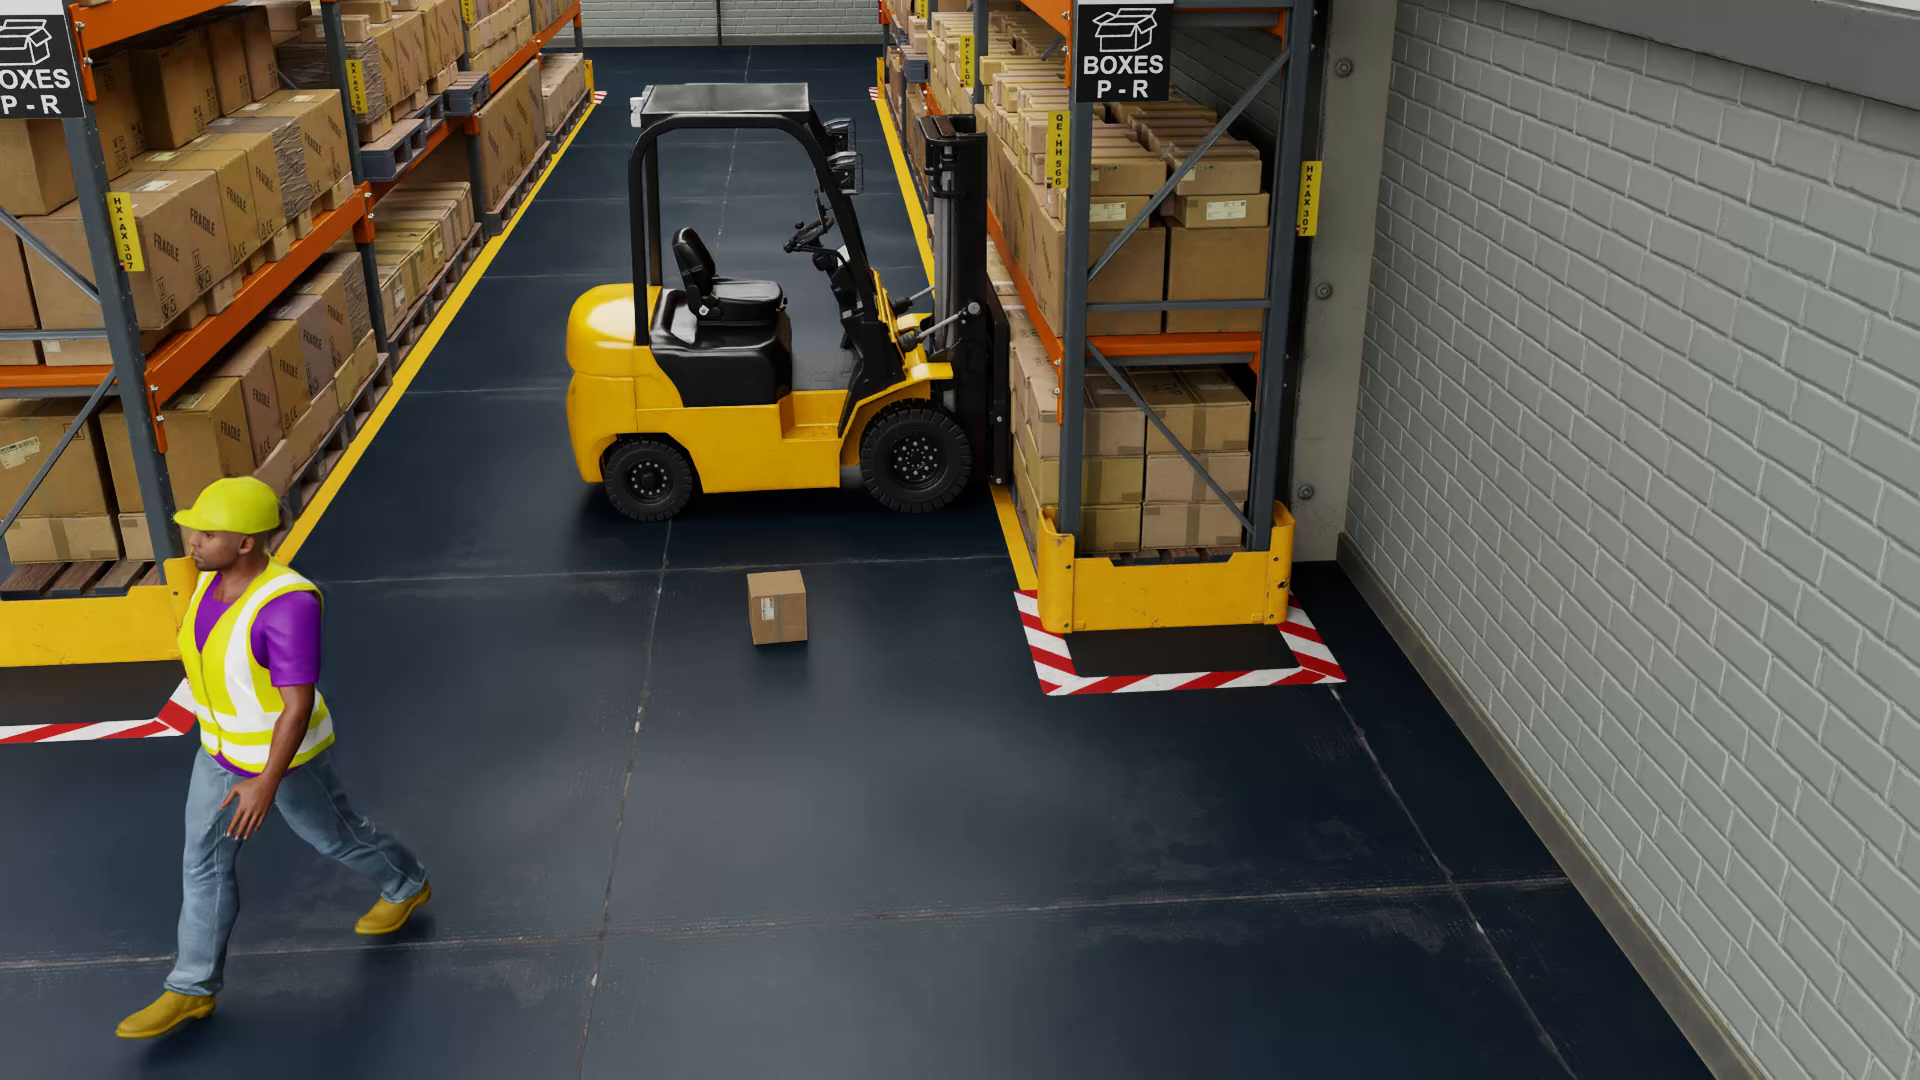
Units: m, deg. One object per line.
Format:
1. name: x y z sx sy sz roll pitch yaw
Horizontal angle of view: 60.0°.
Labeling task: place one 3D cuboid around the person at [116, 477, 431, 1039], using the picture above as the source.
1. person: -2.180 0.644 5.090 0.435 1.717 1.043 15 27 30
